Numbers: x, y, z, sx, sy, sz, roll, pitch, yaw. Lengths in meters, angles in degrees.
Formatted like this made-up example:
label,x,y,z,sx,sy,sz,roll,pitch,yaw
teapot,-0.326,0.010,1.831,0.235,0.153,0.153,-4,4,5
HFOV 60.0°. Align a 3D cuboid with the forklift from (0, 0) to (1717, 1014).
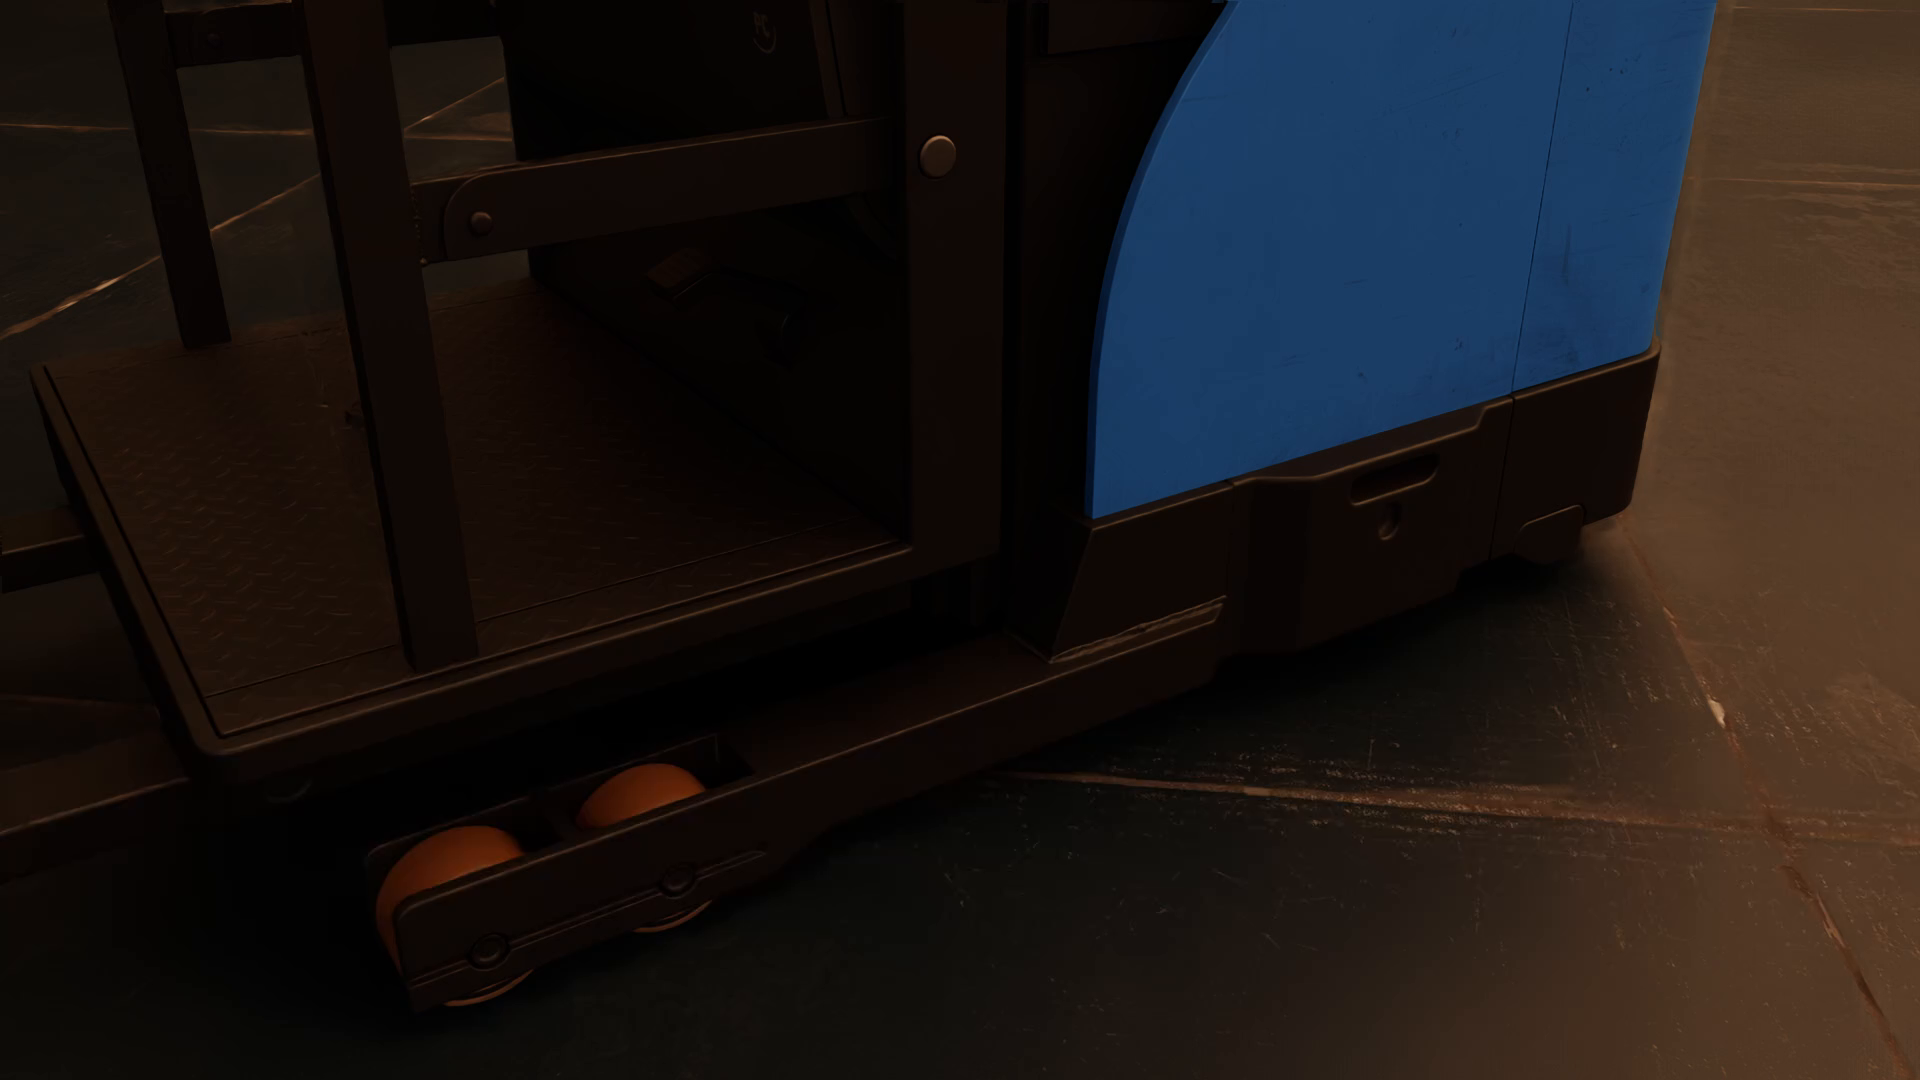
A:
label,x,y,z,sx,sy,sz,roll,pitch,yaw
forklift,-0.513,-1.134,1.489,3.031,2.935,1.130,-16,31,-30
